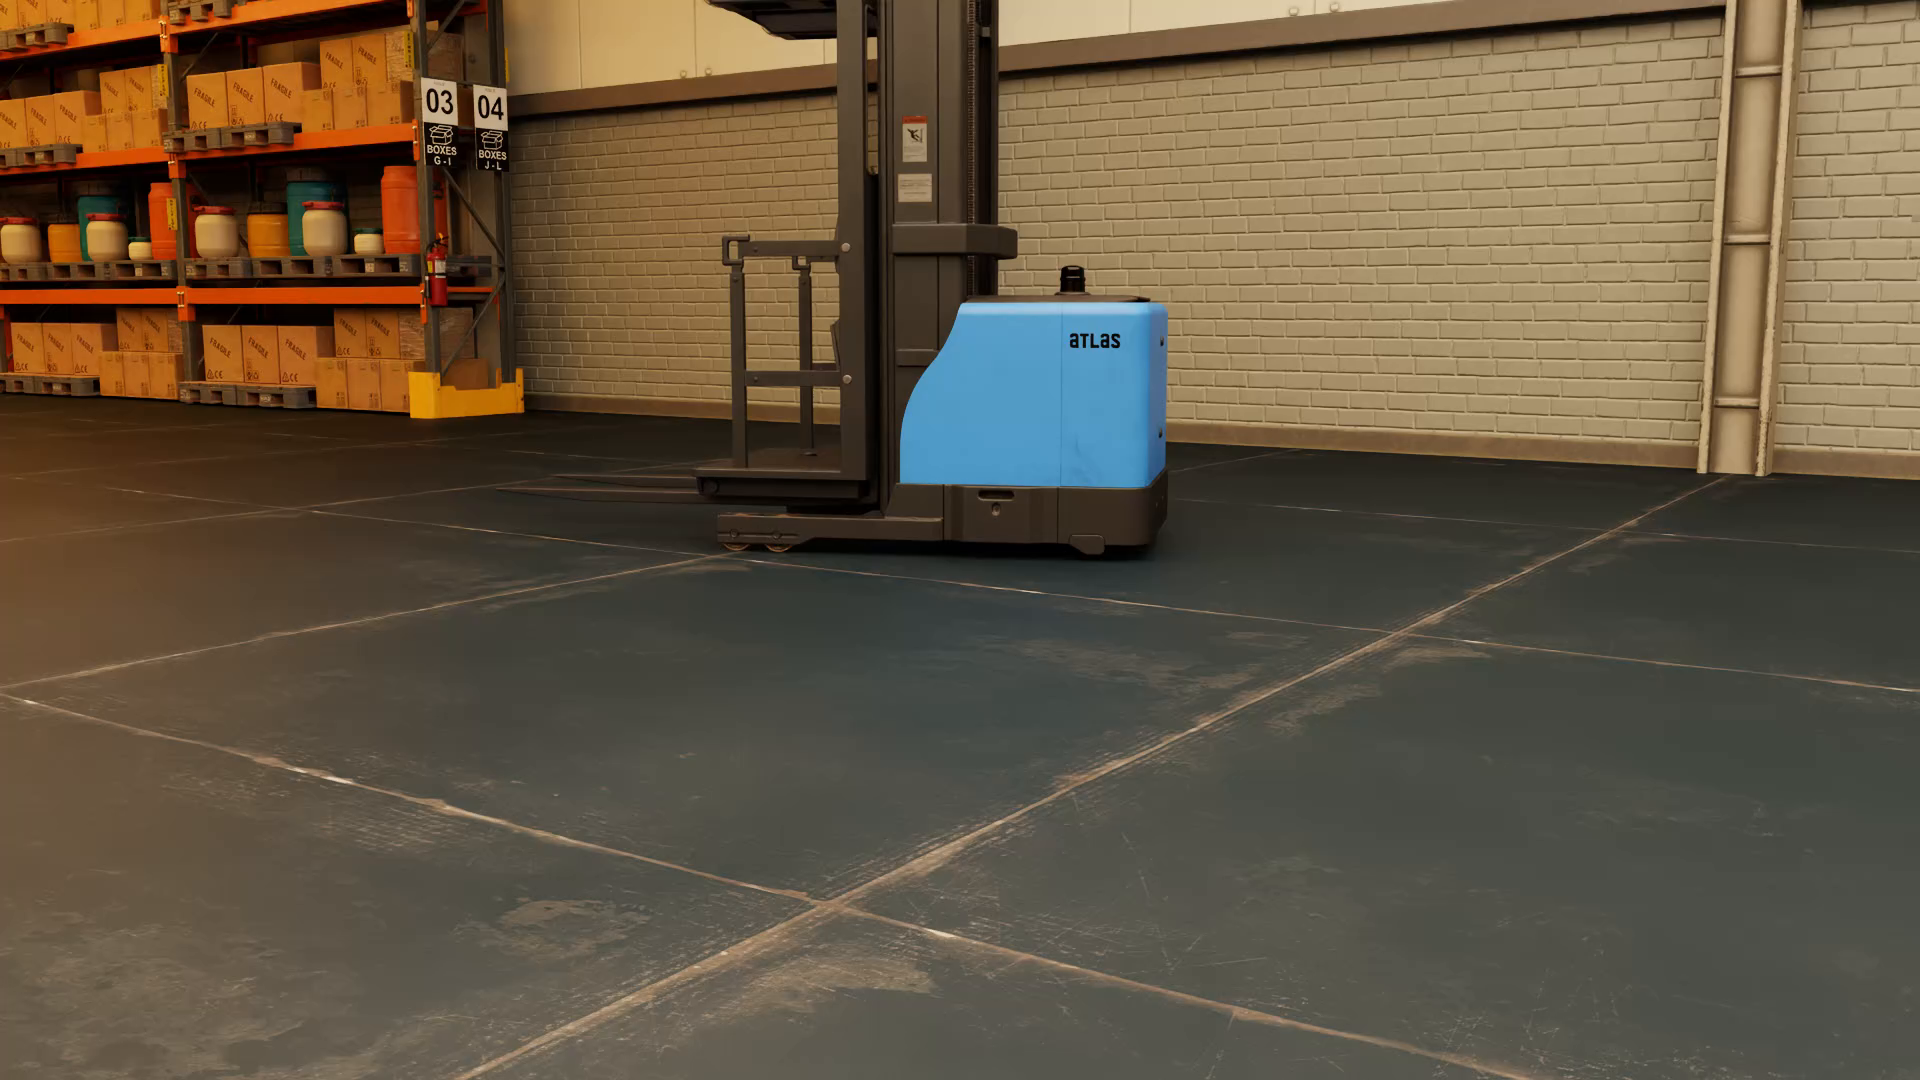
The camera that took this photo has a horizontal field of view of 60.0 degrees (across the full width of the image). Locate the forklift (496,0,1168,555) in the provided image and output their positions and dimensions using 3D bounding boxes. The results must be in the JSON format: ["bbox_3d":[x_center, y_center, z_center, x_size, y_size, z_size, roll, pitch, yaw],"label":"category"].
[{"bbox_3d":[-0.596,-1.469,7.520,3.031,2.935,1.130,2,8,12],"label":"forklift"}]
